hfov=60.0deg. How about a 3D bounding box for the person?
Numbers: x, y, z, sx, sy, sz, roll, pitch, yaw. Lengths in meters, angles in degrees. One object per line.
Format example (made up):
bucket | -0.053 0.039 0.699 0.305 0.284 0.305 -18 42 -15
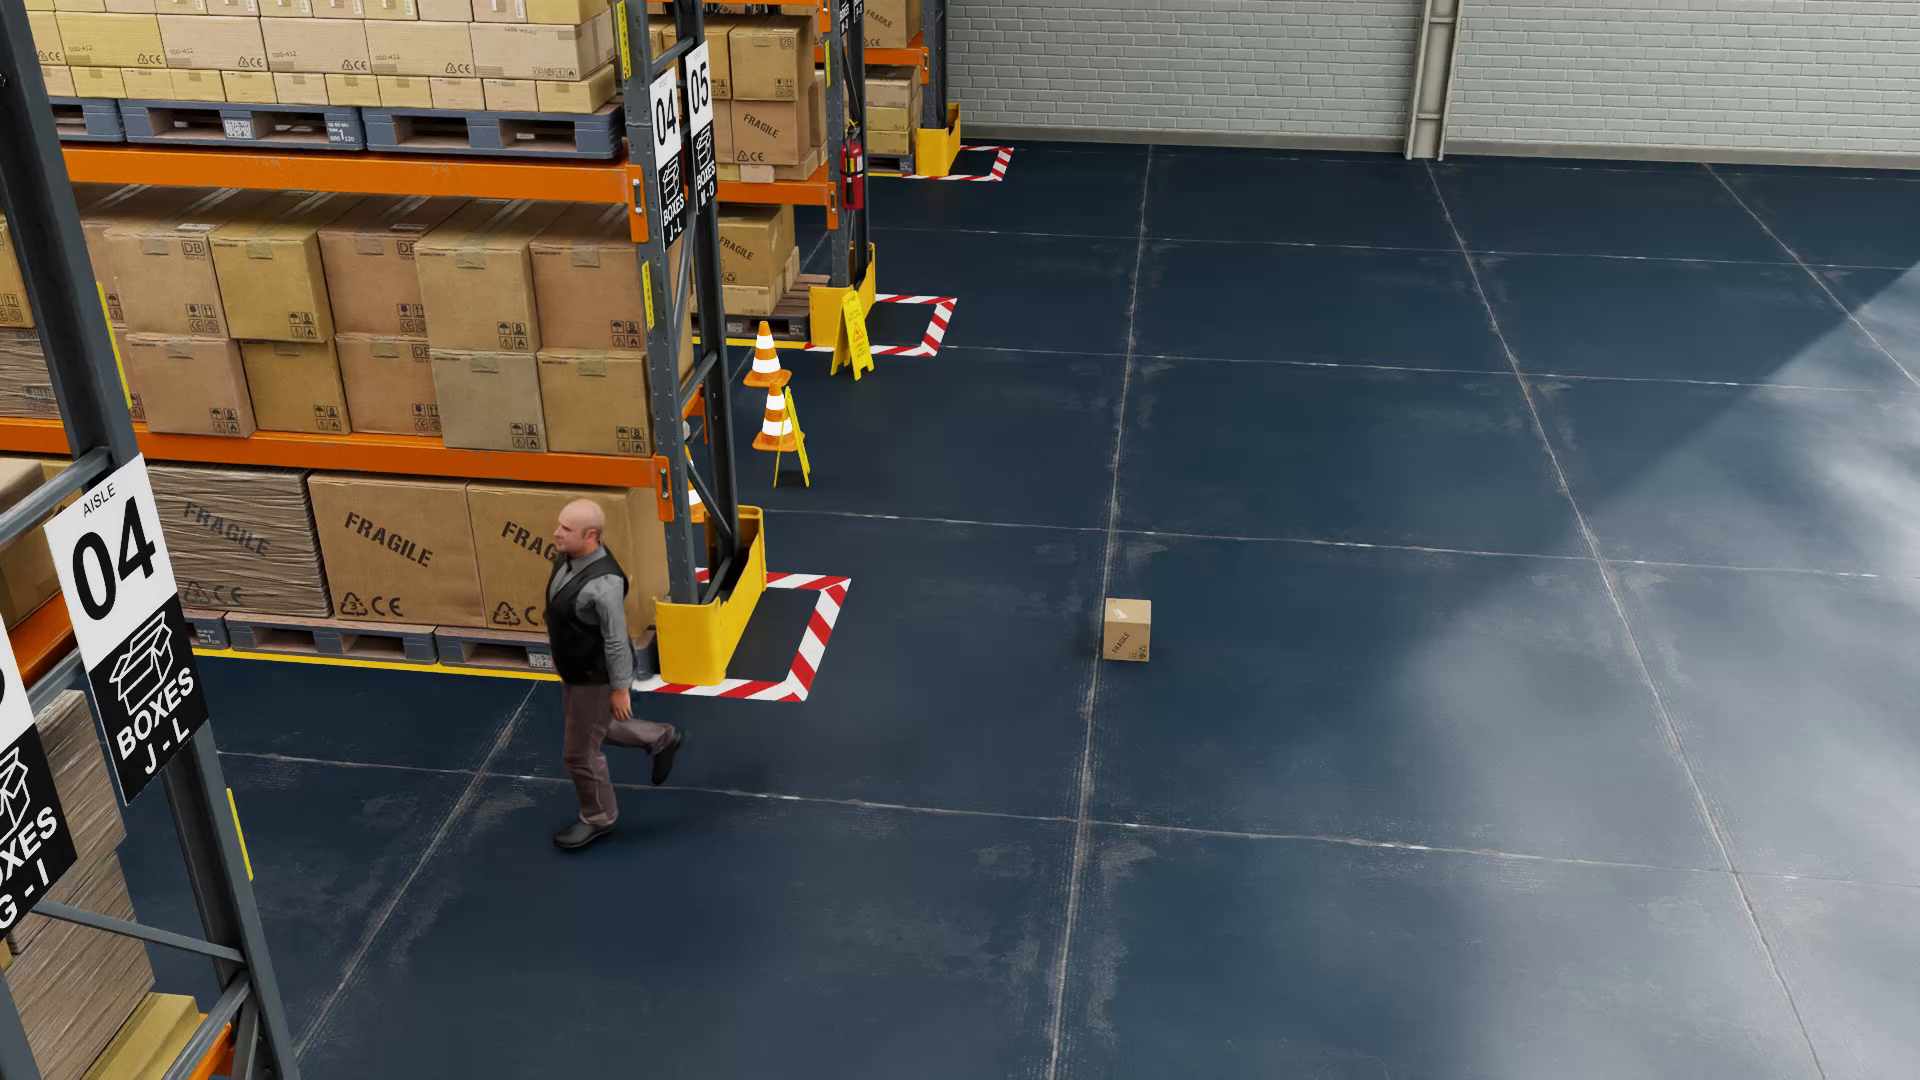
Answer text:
person | -1.609 0.573 7.549 0.713 1.702 0.544 -13 31 -22
